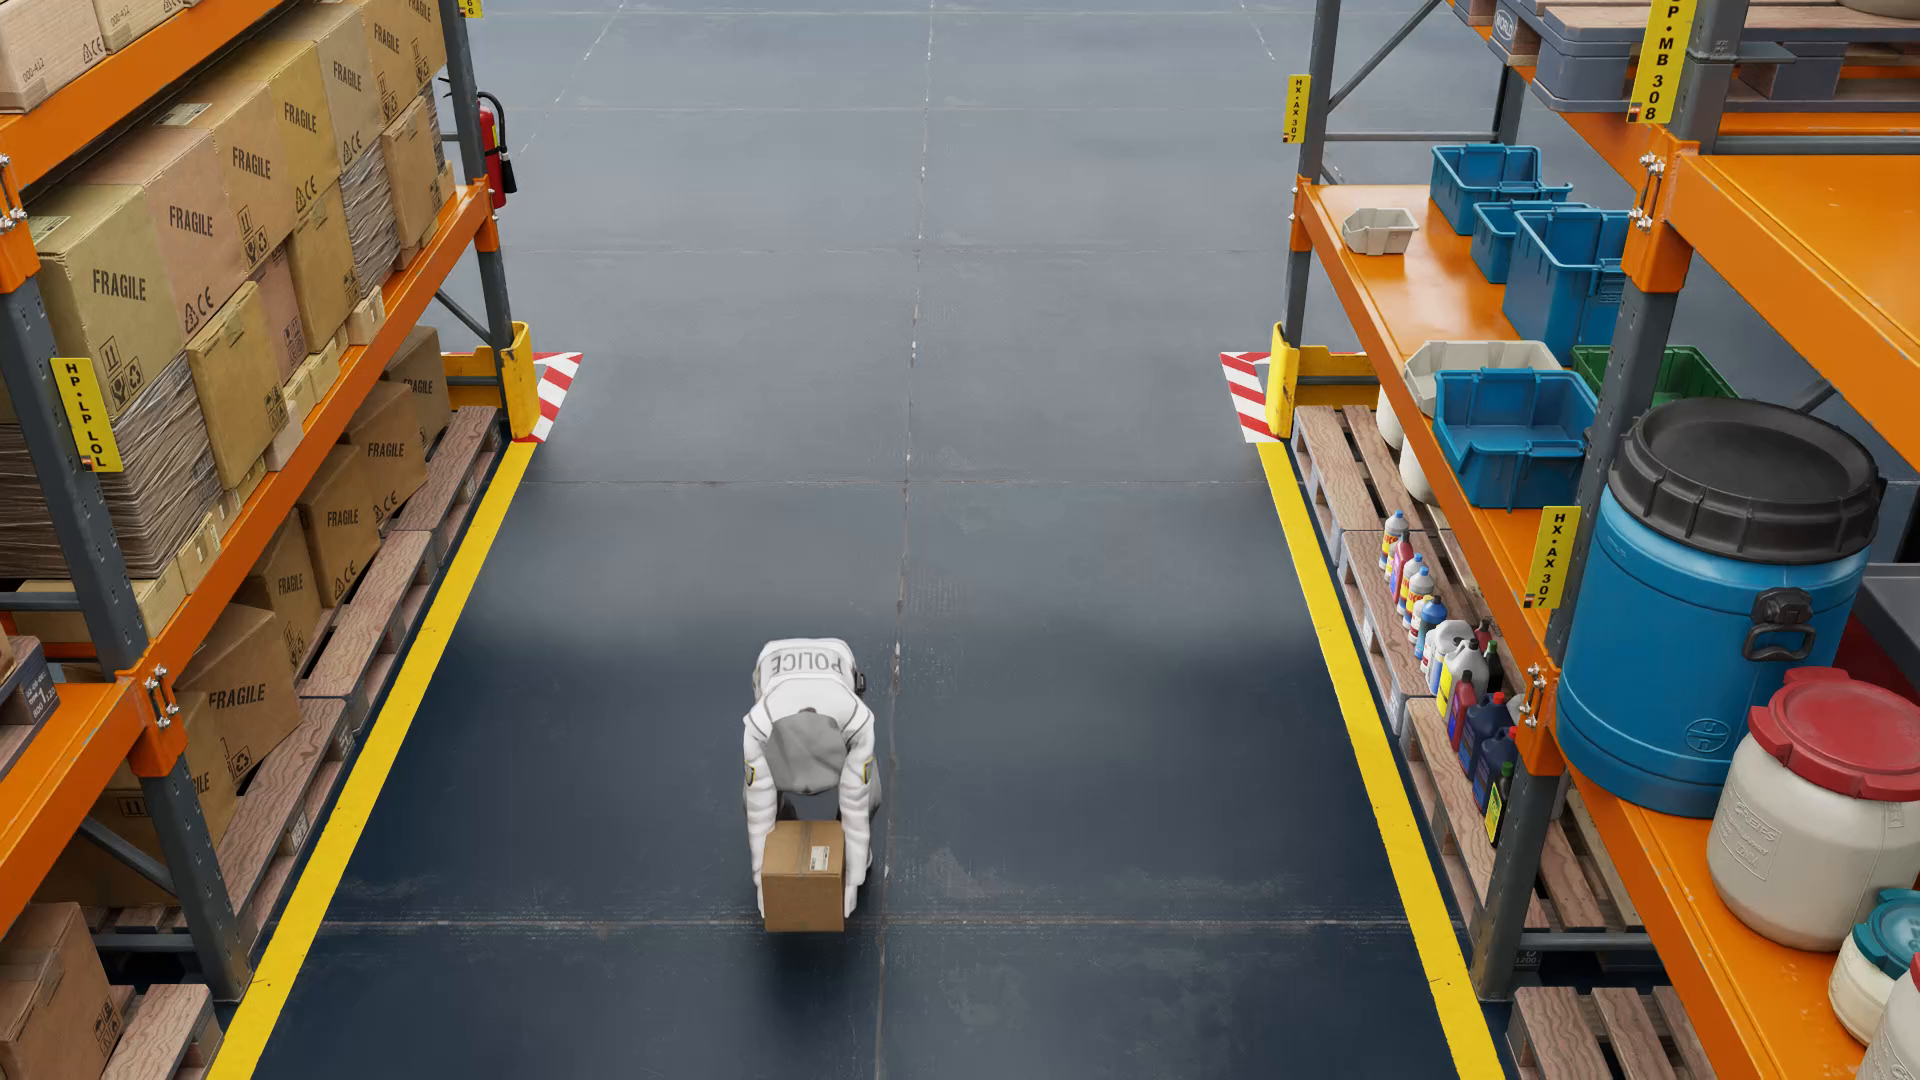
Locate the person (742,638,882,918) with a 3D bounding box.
[{"bbox_3d":[-0.495,0.786,5.516,0.469,0.982,0.911,-1,32,-2],"label":"person"}]
